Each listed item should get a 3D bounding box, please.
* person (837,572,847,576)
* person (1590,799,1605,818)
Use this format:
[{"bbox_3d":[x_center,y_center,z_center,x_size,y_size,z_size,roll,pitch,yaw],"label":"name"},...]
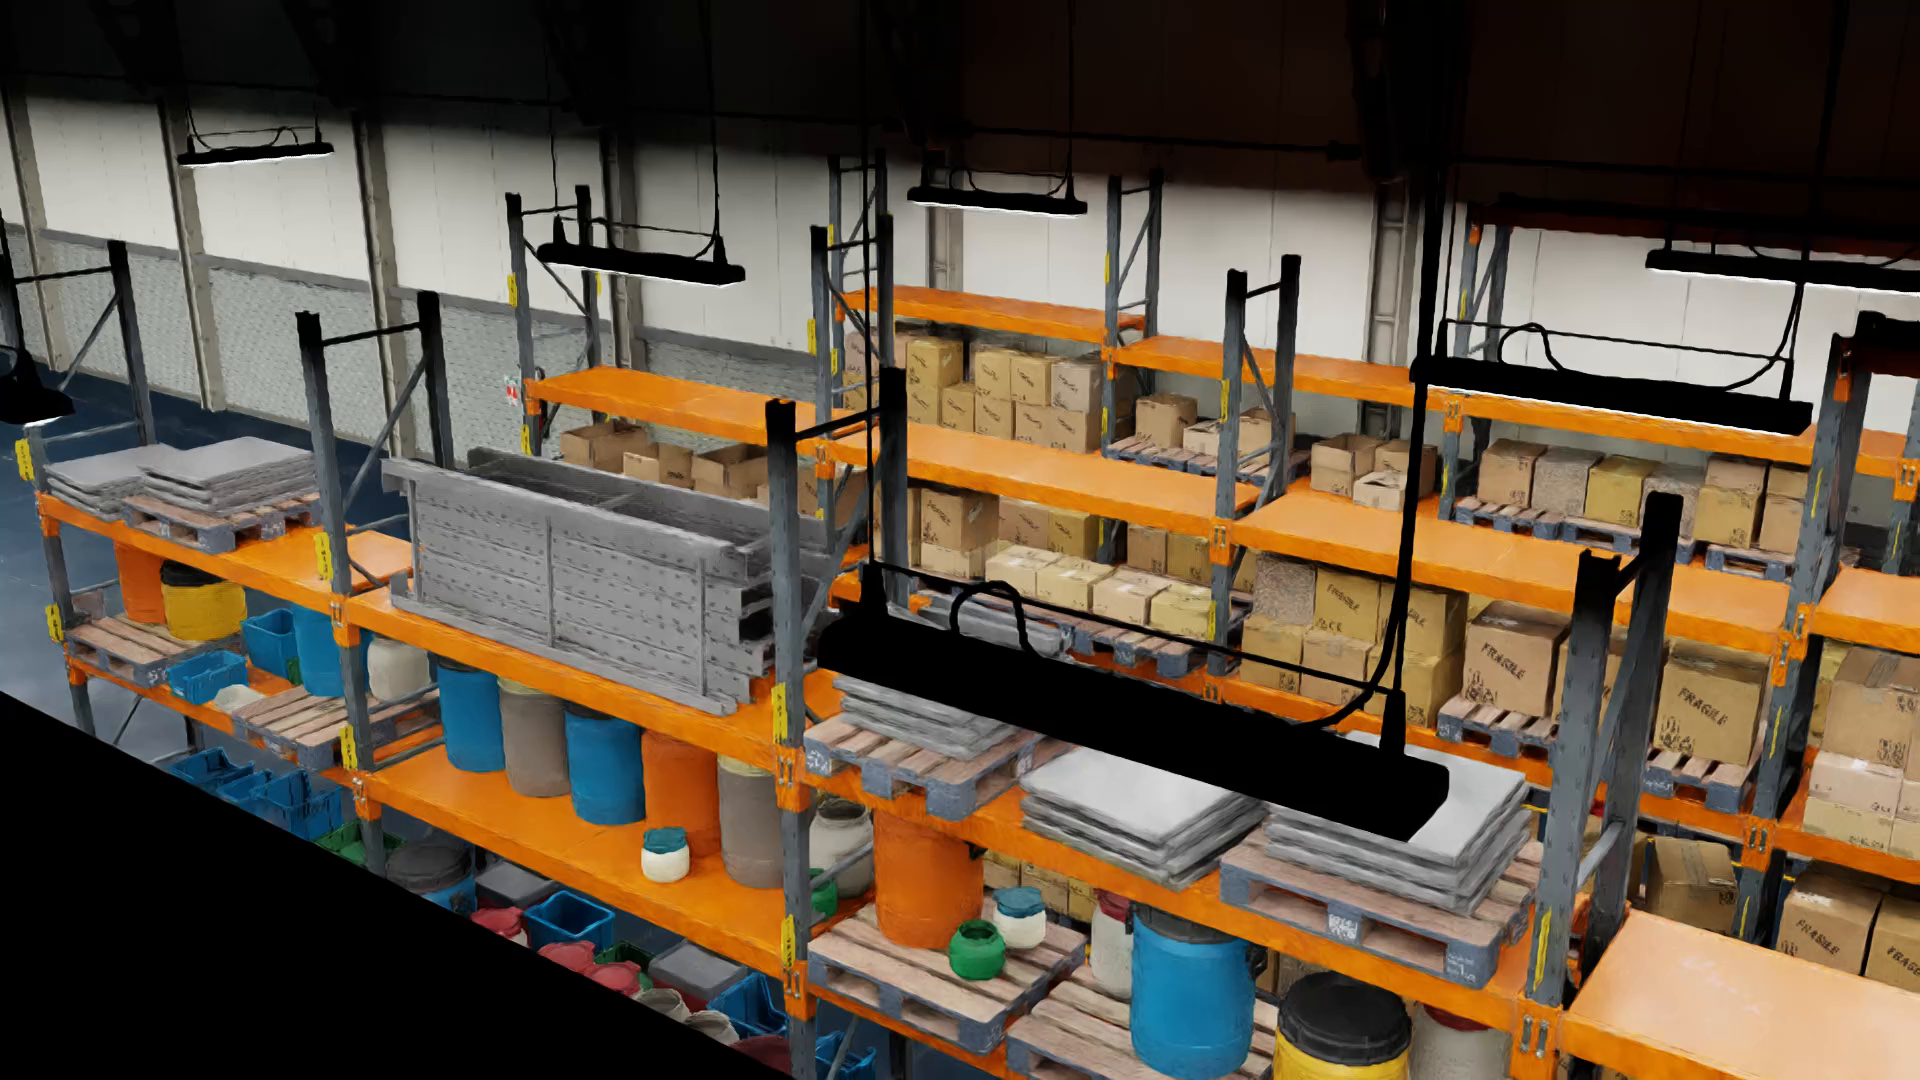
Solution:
[{"bbox_3d":[-1.395,0.982,19.448,0.835,1.711,0.704,6,19,17],"label":"person"},{"bbox_3d":[5.530,2.612,14.664,1.040,1.669,0.554,13,22,33],"label":"person"}]
